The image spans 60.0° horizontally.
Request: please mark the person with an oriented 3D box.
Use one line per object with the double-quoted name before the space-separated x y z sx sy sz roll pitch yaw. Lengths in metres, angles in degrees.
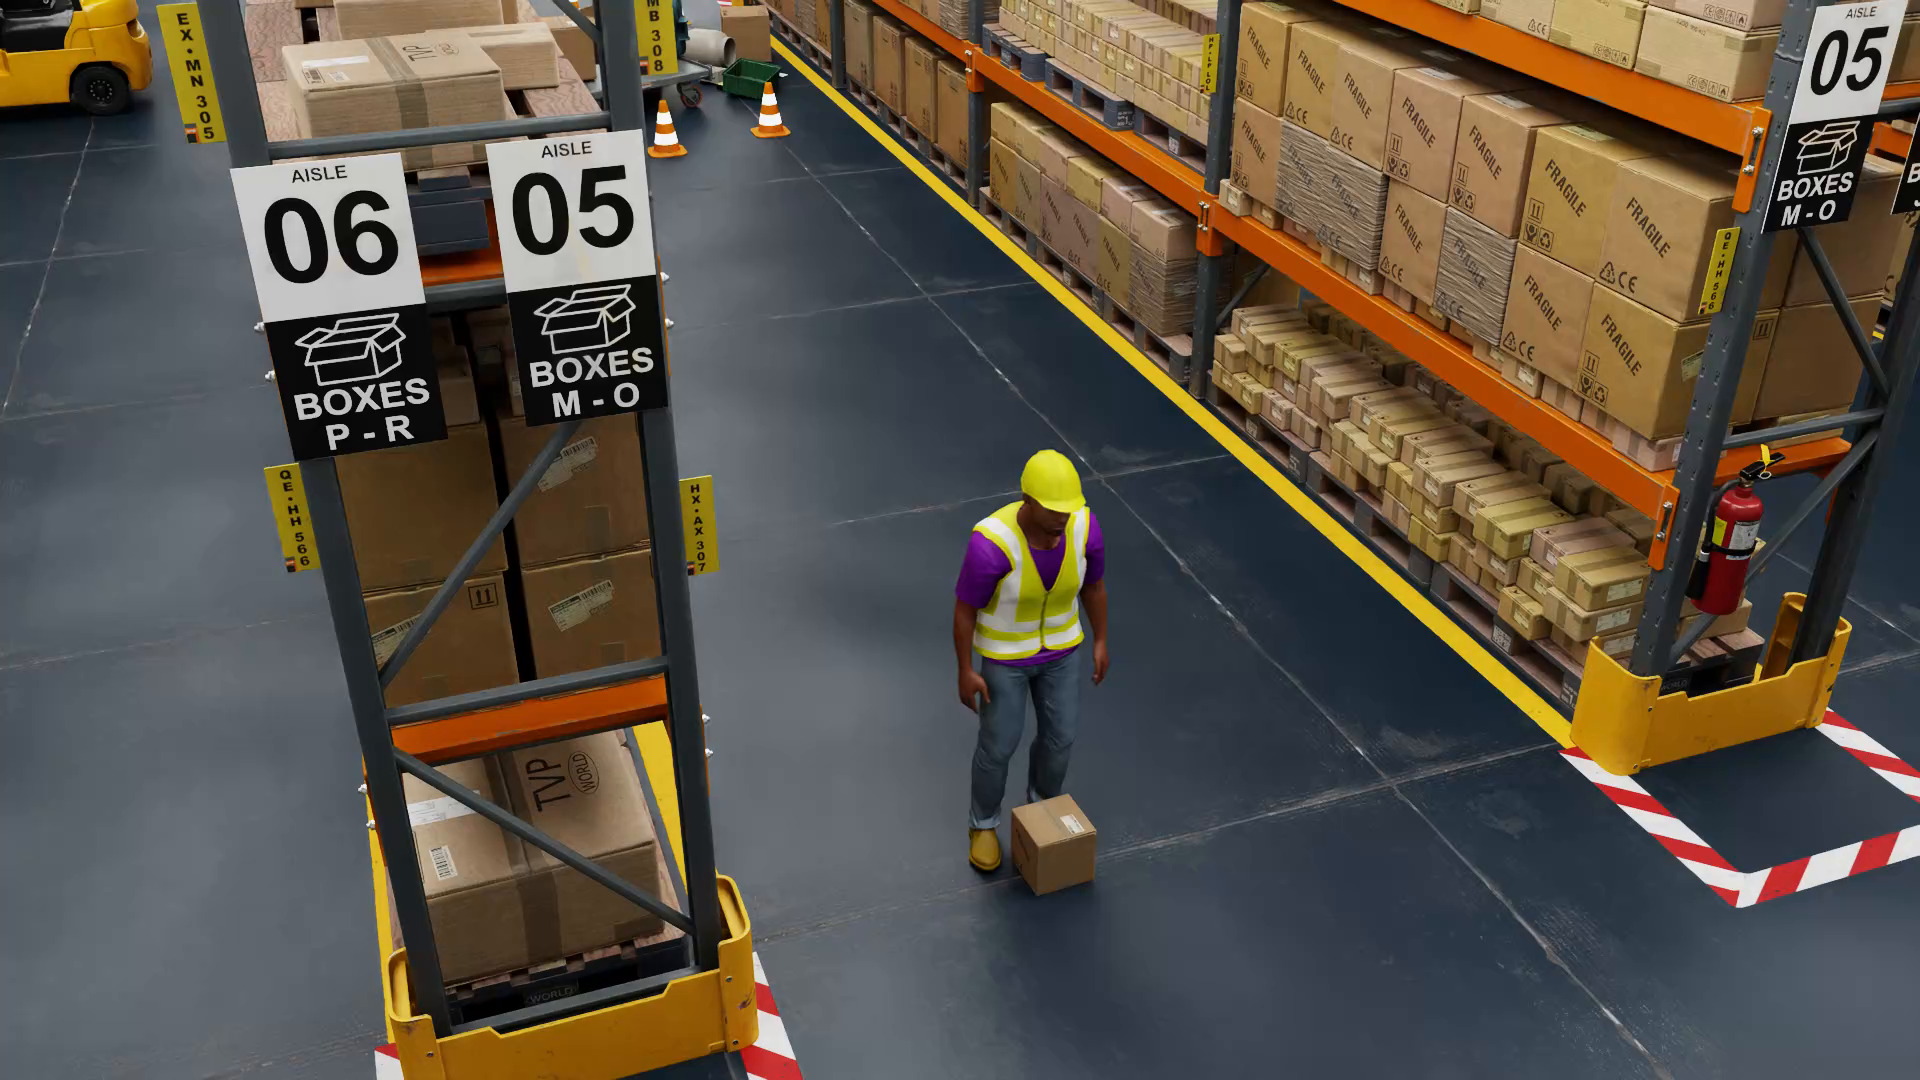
"person" 0.280 0.439 6.339 0.637 1.761 0.460 -11 32 -19
